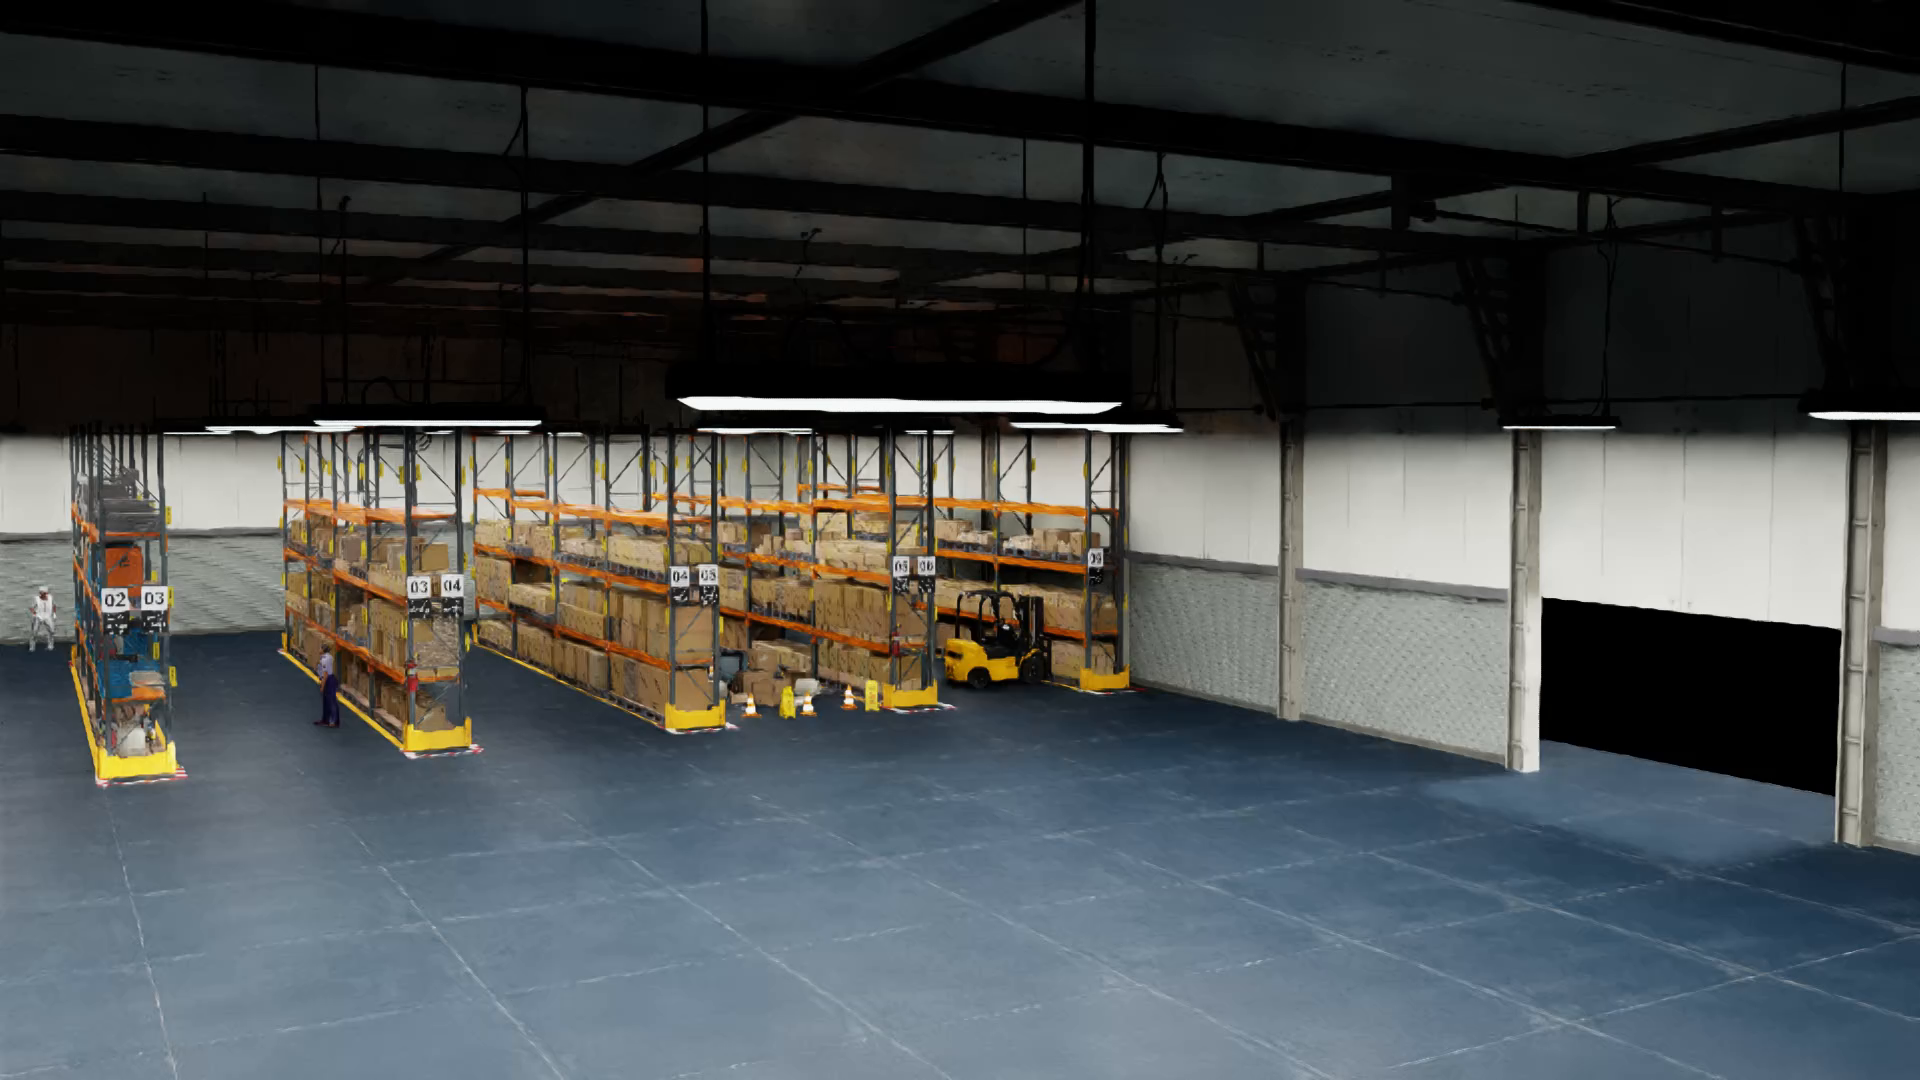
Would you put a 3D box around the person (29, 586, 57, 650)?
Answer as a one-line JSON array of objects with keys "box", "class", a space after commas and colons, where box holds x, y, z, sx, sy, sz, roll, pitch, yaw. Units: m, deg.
[{"box": [-24.659, 2.092, 44.736, 0.722, 1.737, 0.631, -3, 5, -41], "class": "person"}]

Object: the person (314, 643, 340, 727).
[{"box": [-12.544, 2.855, 32.906, 0.535, 1.646, 0.587, -1, 4, -13], "class": "person"}]

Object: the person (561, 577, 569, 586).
[{"box": [-11.191, 1.945, 46.872, 0.423, 1.771, 0.677, 0, 4, 4], "class": "person"}]
